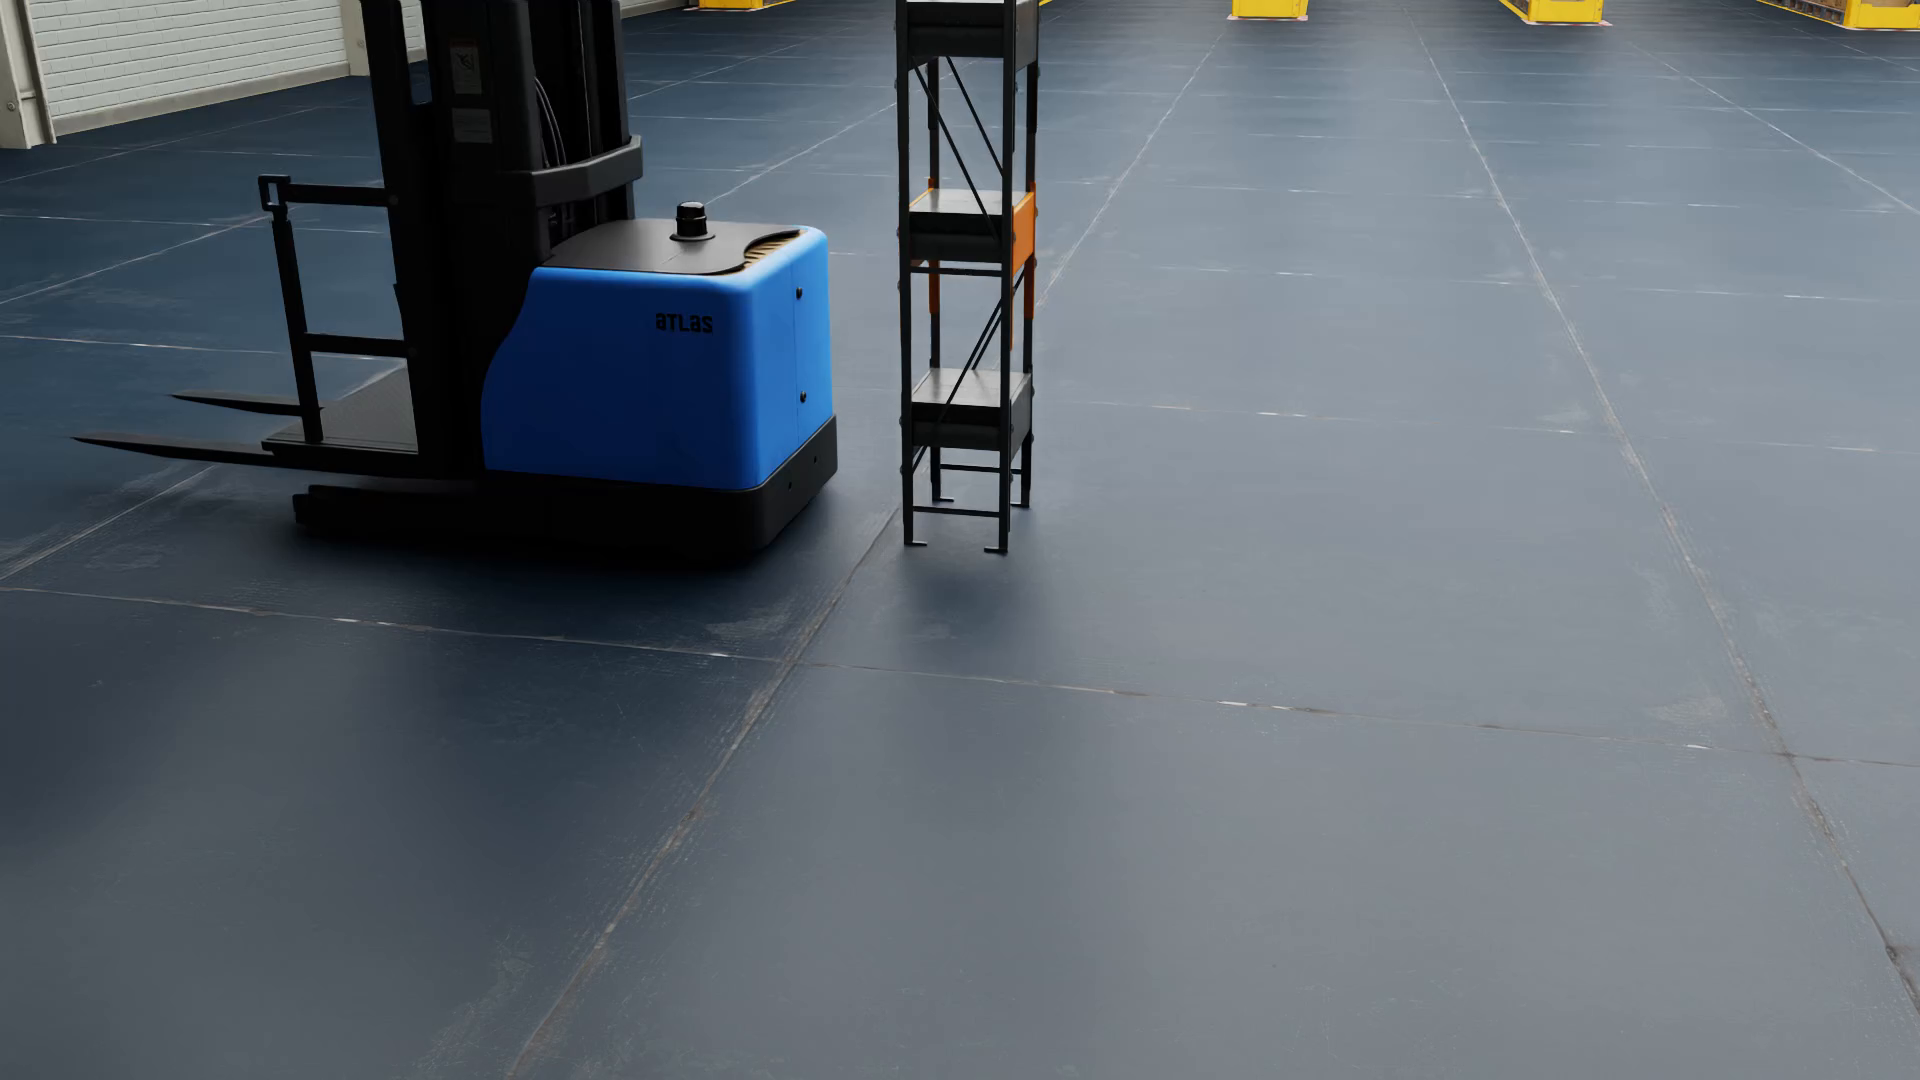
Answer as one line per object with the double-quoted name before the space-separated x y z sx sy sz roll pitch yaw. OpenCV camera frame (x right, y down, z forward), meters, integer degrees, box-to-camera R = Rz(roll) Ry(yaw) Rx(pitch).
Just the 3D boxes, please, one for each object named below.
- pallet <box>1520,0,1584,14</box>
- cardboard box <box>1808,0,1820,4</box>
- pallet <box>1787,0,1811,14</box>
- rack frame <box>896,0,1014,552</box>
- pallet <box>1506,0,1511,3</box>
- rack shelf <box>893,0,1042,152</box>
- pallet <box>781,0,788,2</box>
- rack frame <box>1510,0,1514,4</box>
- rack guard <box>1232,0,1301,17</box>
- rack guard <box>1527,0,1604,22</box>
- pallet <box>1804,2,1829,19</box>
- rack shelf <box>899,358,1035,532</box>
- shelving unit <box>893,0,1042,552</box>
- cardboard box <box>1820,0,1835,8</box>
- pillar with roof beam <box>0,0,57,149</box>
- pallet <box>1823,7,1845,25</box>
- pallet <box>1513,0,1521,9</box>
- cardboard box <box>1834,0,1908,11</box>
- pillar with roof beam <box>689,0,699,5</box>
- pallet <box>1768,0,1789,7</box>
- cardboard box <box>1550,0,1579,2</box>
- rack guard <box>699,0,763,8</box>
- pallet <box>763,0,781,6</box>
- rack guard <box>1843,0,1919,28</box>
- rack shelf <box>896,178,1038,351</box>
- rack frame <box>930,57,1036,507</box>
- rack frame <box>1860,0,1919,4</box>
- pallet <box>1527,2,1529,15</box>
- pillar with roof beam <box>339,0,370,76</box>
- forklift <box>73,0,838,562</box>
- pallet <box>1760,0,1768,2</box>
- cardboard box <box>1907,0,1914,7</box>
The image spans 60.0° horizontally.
"pallet" 10.717 -9.668 30.075 1.003 0.211 1.213 4 22 11
"cardboard box" 15.524 -9.896 29.193 0.875 0.875 0.875 5 22 11
"pallet" 15.669 -9.676 30.097 1.003 0.211 1.213 4 22 11
"rack frame" -0.016 -0.945 5.890 0.400 2.100 0.015 4 22 11
"pallet" 11.223 -10.648 32.510 1.003 0.211 1.213 4 22 11
"rack shelf" 0.034 -1.671 5.855 0.431 0.518 0.480 4 22 11
"pallet" -3.830 -10.800 32.888 1.003 0.211 1.213 4 22 11
"rack frame" 11.066 -11.657 31.282 1.000 3.000 0.127 4 22 11
"rack guard" 5.371 -9.443 29.132 1.175 0.500 0.348 4 22 11
"rack guard" 10.265 -9.062 28.186 1.175 0.500 0.348 4 22 11
"pallet" 15.423 -9.229 28.986 1.003 0.211 1.213 4 22 11
"rack shelf" 0.034 -0.373 6.378 0.431 0.518 0.480 4 22 11
"shelving unit" 0.034 -1.035 6.112 0.431 2.100 0.503 4 22 11
"cardboard box" 15.336 -9.563 28.365 0.875 0.875 0.875 4 22 10
"pillar with roof beam" -4.460 -7.520 12.981 9.100 9.000 0.400 4 22 11
"pallet" 15.171 -8.784 27.881 1.003 0.211 1.213 4 22 11
"pallet" 10.964 -10.115 31.187 1.003 0.211 1.213 4 22 11
"cardboard box" 15.159 -9.241 27.566 0.875 0.875 0.875 5 22 11
"pillar with roof beam" -0.787 -14.103 29.326 9.100 9.000 0.400 4 22 11
"pallet" 15.985 -10.236 31.487 1.003 0.211 1.213 4 22 11
"cardboard box" 10.394 -9.456 28.602 0.500 0.500 0.500 9 24 21
"rack guard" -4.282 -10.195 30.999 1.175 0.500 0.348 4 22 11
"pallet" -4.082 -10.355 31.784 1.003 0.211 1.213 4 22 11
"rack guard" 15.080 -8.611 27.064 1.175 0.500 0.348 4 22 11
"rack shelf" 0.034 -1.022 6.117 0.431 0.518 0.480 4 22 11
"rack frame" 0.084 -1.124 6.333 0.400 2.100 0.015 4 22 11
"rack frame" 15.085 -9.779 26.619 1.000 3.000 0.127 4 22 11
"pallet" 10.466 -9.223 28.971 1.003 0.211 1.213 4 22 11
"pillar with roof beam" -3.236 -9.715 18.429 9.100 9.000 0.400 4 22 11
"forklift" -2.080 -1.558 6.300 3.031 2.935 1.130 5 23 13
"pallet" 16.231 -10.684 32.599 1.003 0.211 1.213 4 22 11
"cardboard box" 16.589 -9.438 29.114 0.500 0.500 0.500 8 23 20
